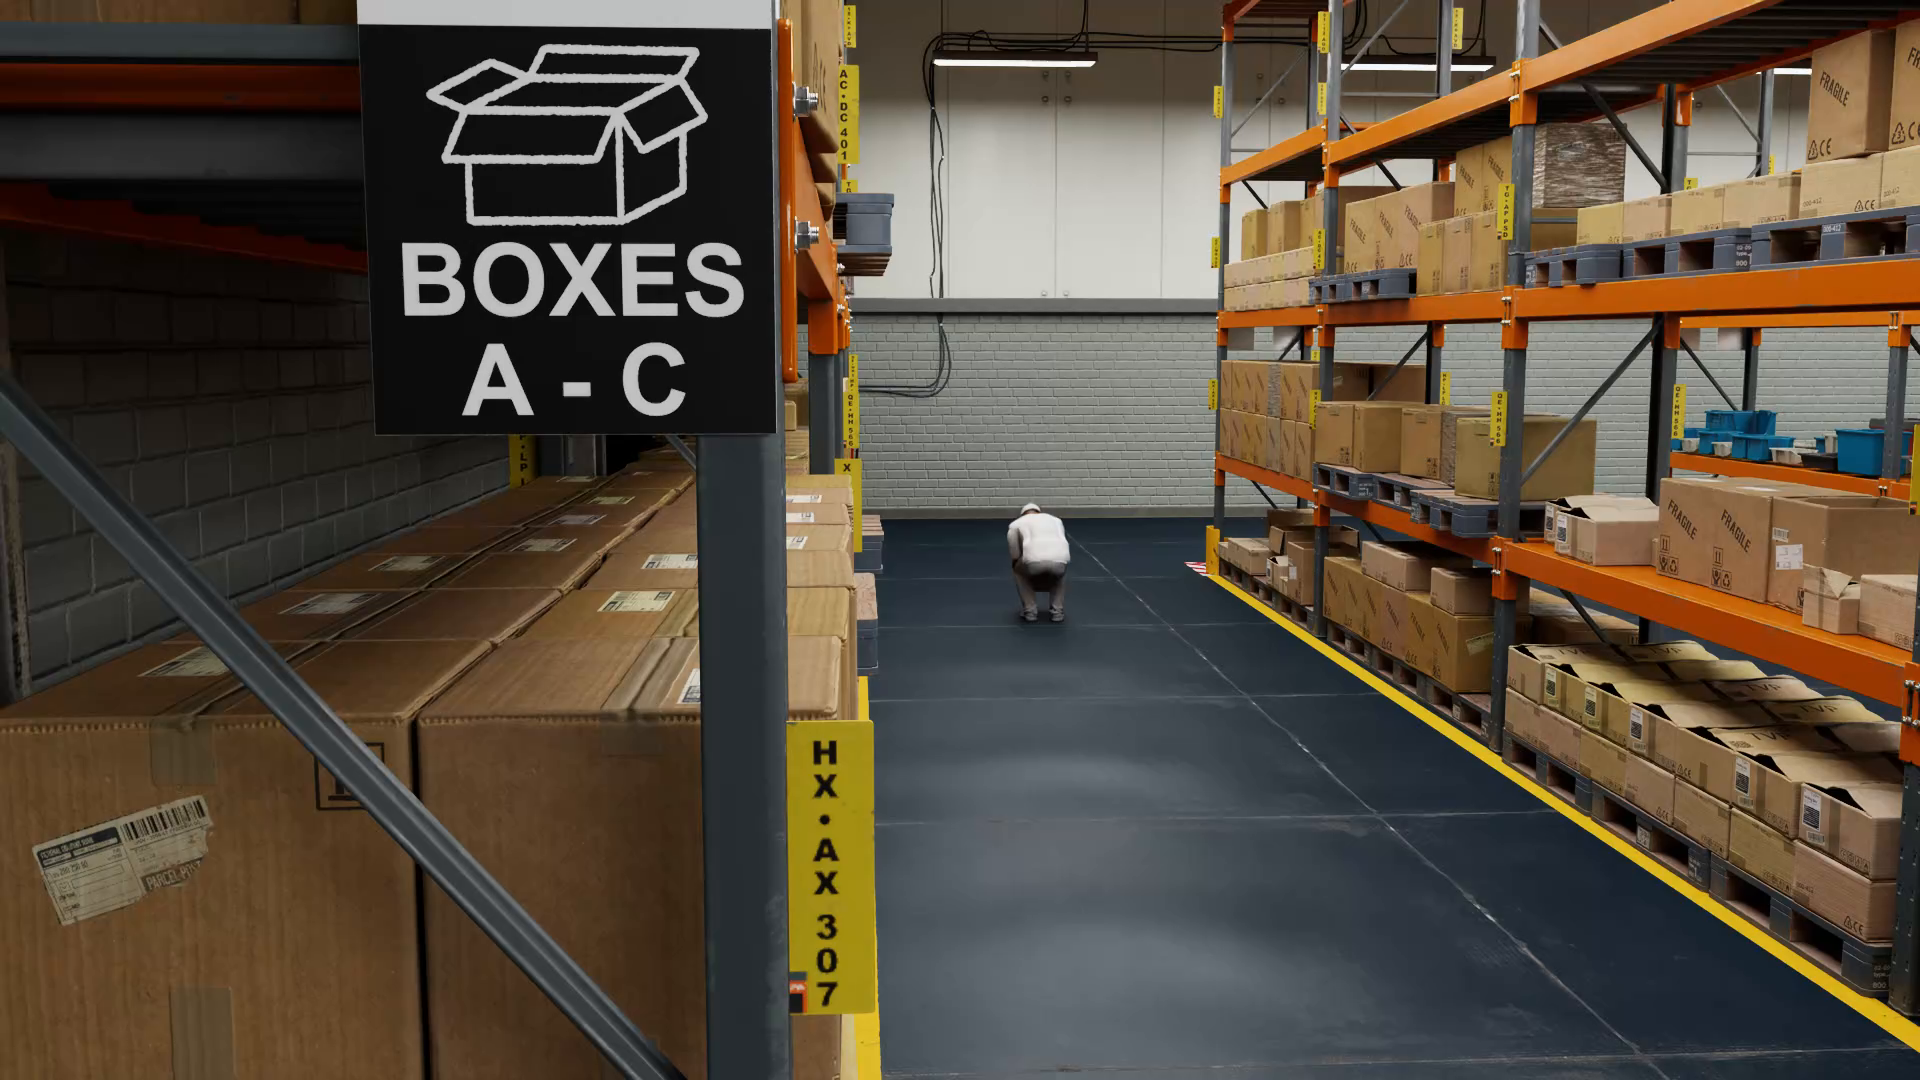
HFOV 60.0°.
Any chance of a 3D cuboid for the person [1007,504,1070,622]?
[{"bbox_3d":[0.708,0.207,15.136,0.532,1.007,0.919,-1,7,-5],"label":"person"}]
